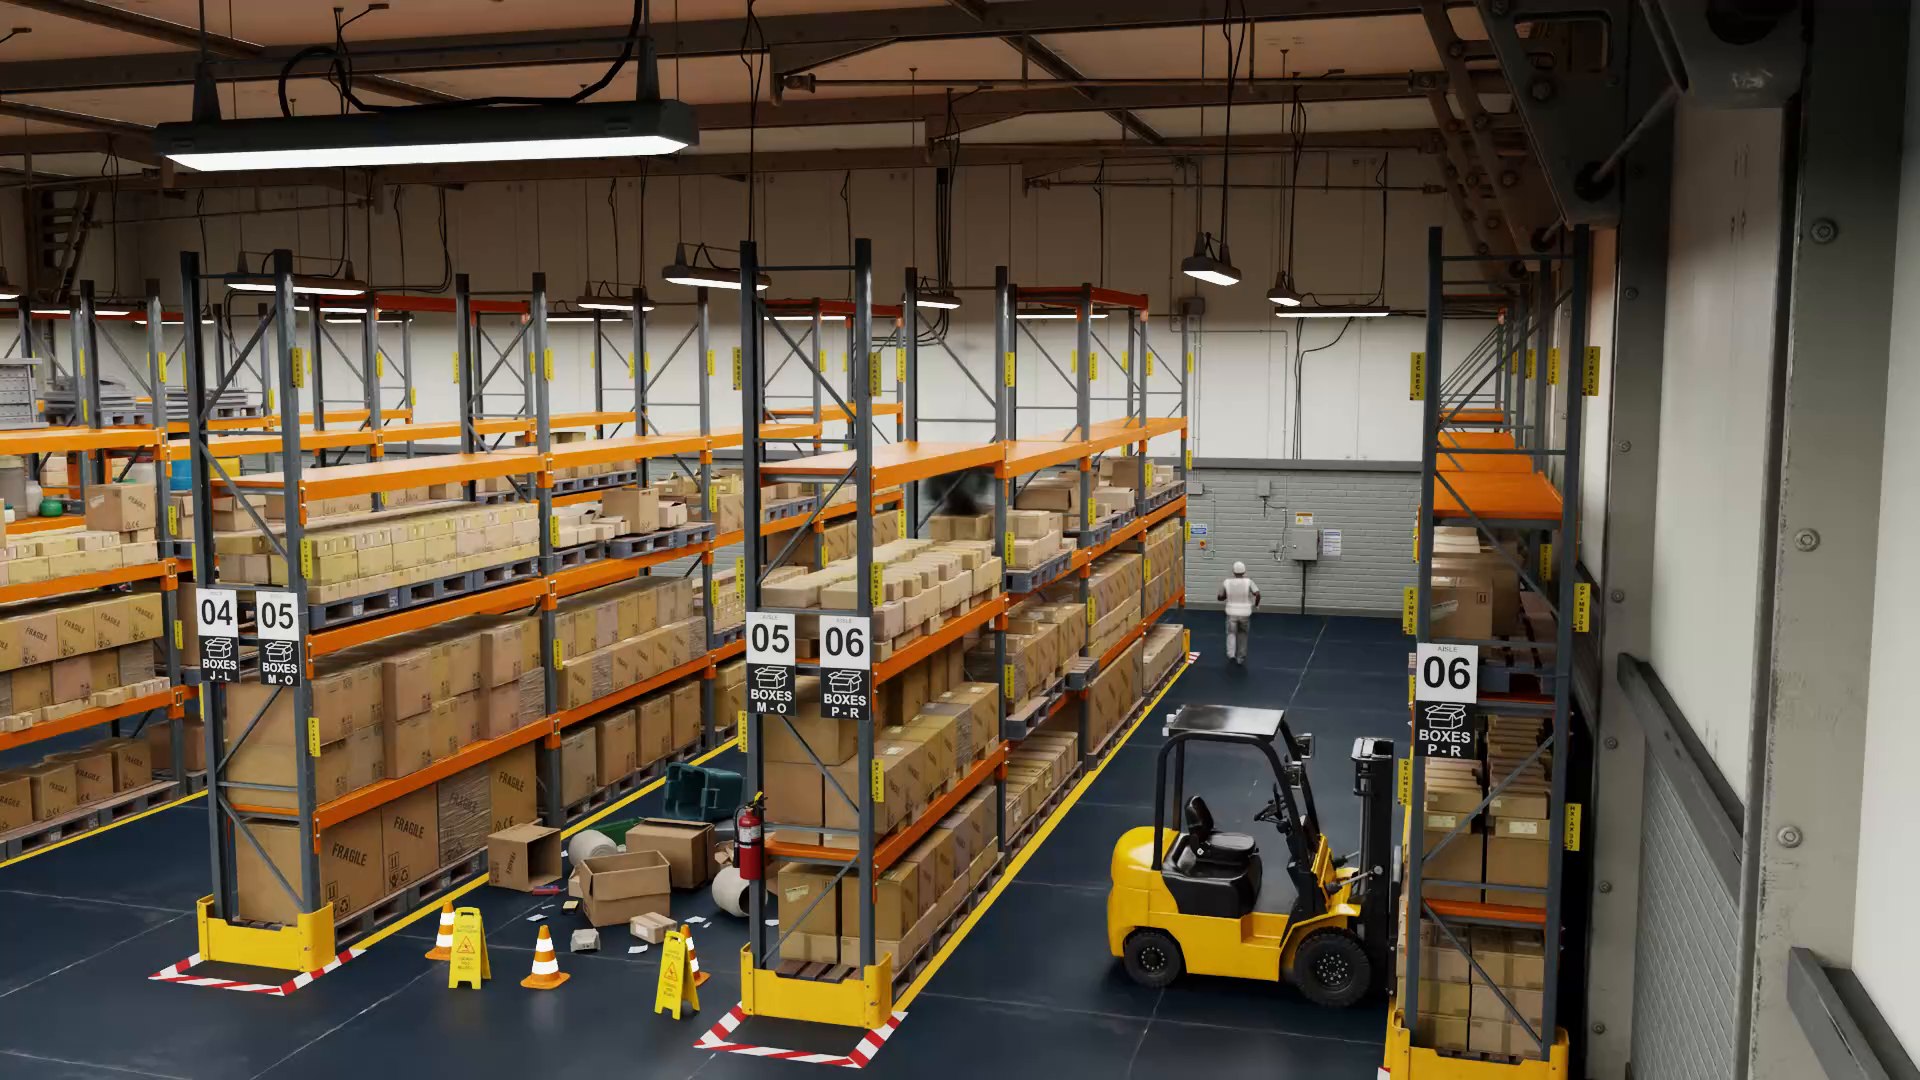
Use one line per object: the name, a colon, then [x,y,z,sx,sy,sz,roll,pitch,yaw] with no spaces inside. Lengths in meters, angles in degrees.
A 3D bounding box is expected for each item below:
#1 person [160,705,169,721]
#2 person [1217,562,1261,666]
person: [-10.484,1.822,22.013,0.677,1.823,0.738,2,7,15]
person: [4.587,1.221,27.371,0.702,1.762,0.933,1,6,10]
